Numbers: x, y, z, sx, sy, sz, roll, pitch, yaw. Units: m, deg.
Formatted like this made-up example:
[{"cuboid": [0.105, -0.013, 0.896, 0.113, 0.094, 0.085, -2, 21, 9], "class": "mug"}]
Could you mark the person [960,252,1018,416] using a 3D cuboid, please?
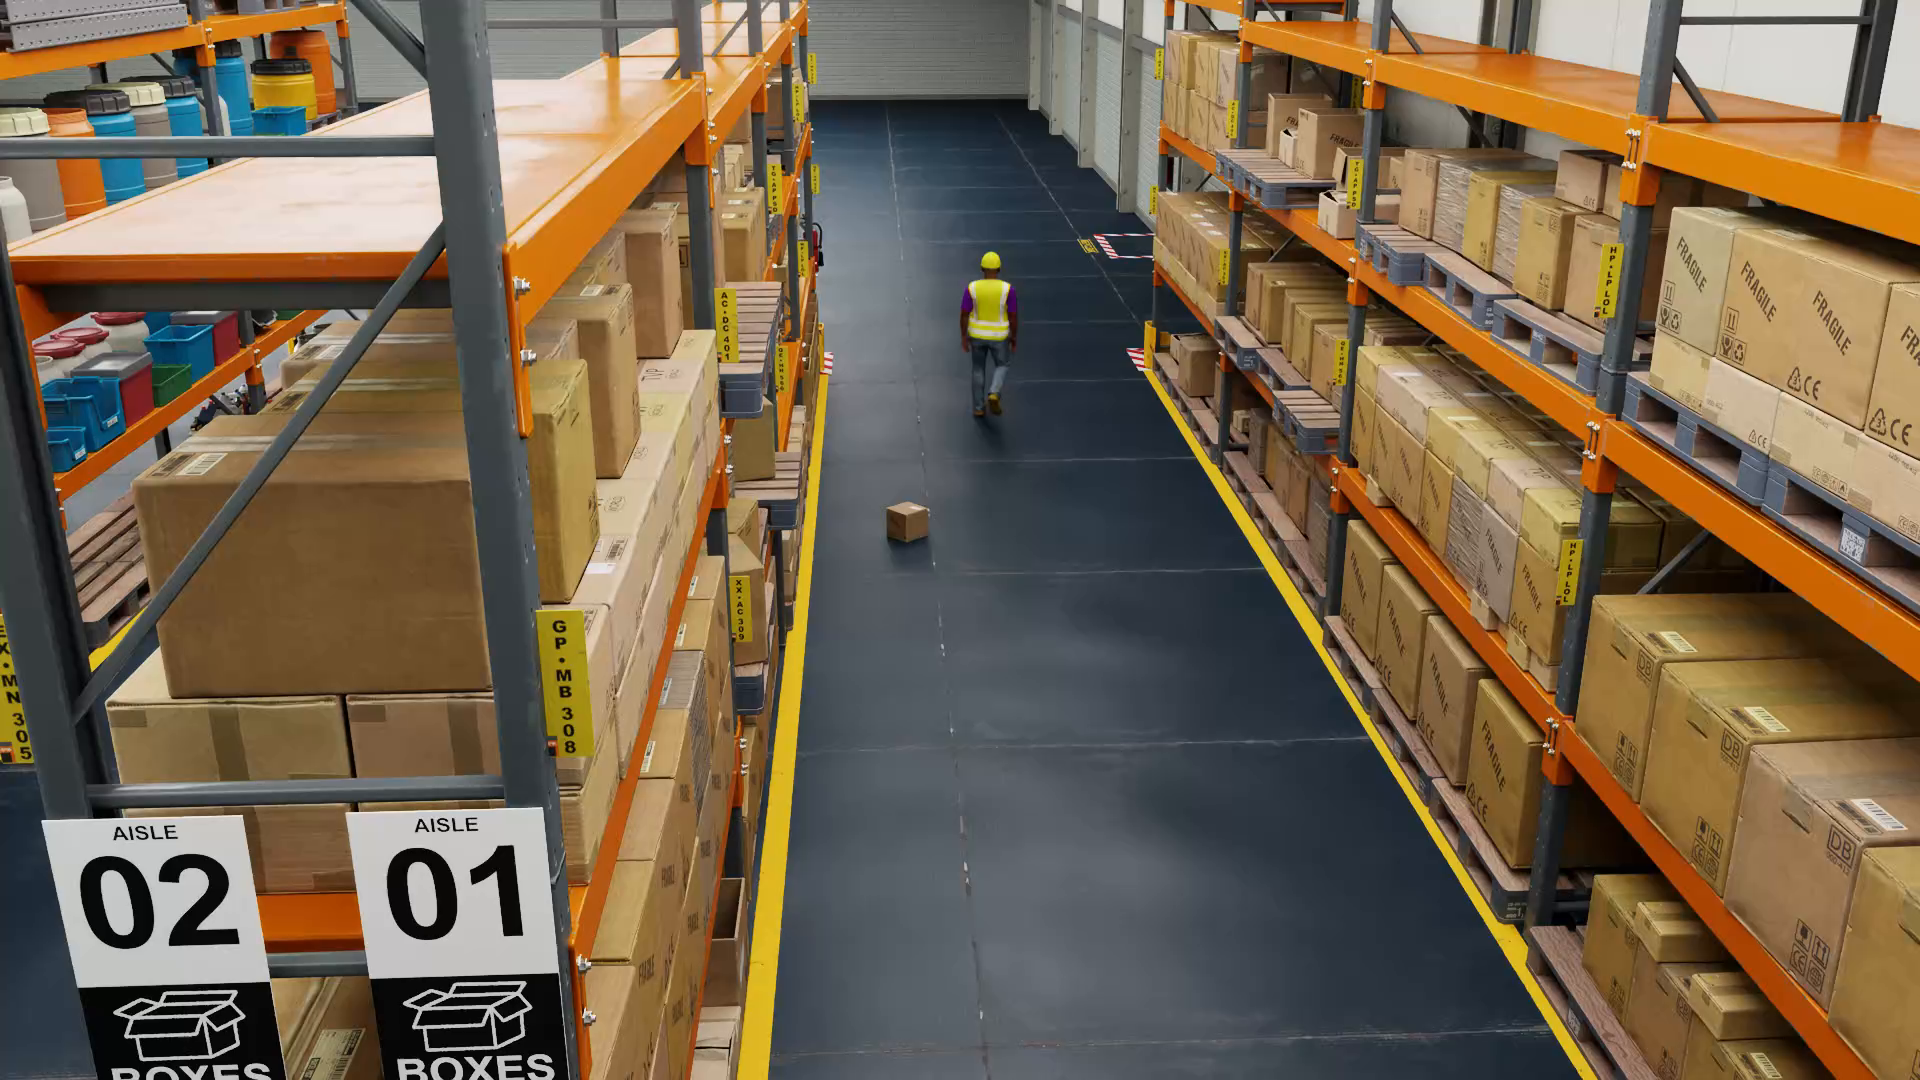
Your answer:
[{"cuboid": [0.304, -2.125, 17.272, 0.593, 1.752, 0.625, 3, 20, 8], "class": "person"}]
